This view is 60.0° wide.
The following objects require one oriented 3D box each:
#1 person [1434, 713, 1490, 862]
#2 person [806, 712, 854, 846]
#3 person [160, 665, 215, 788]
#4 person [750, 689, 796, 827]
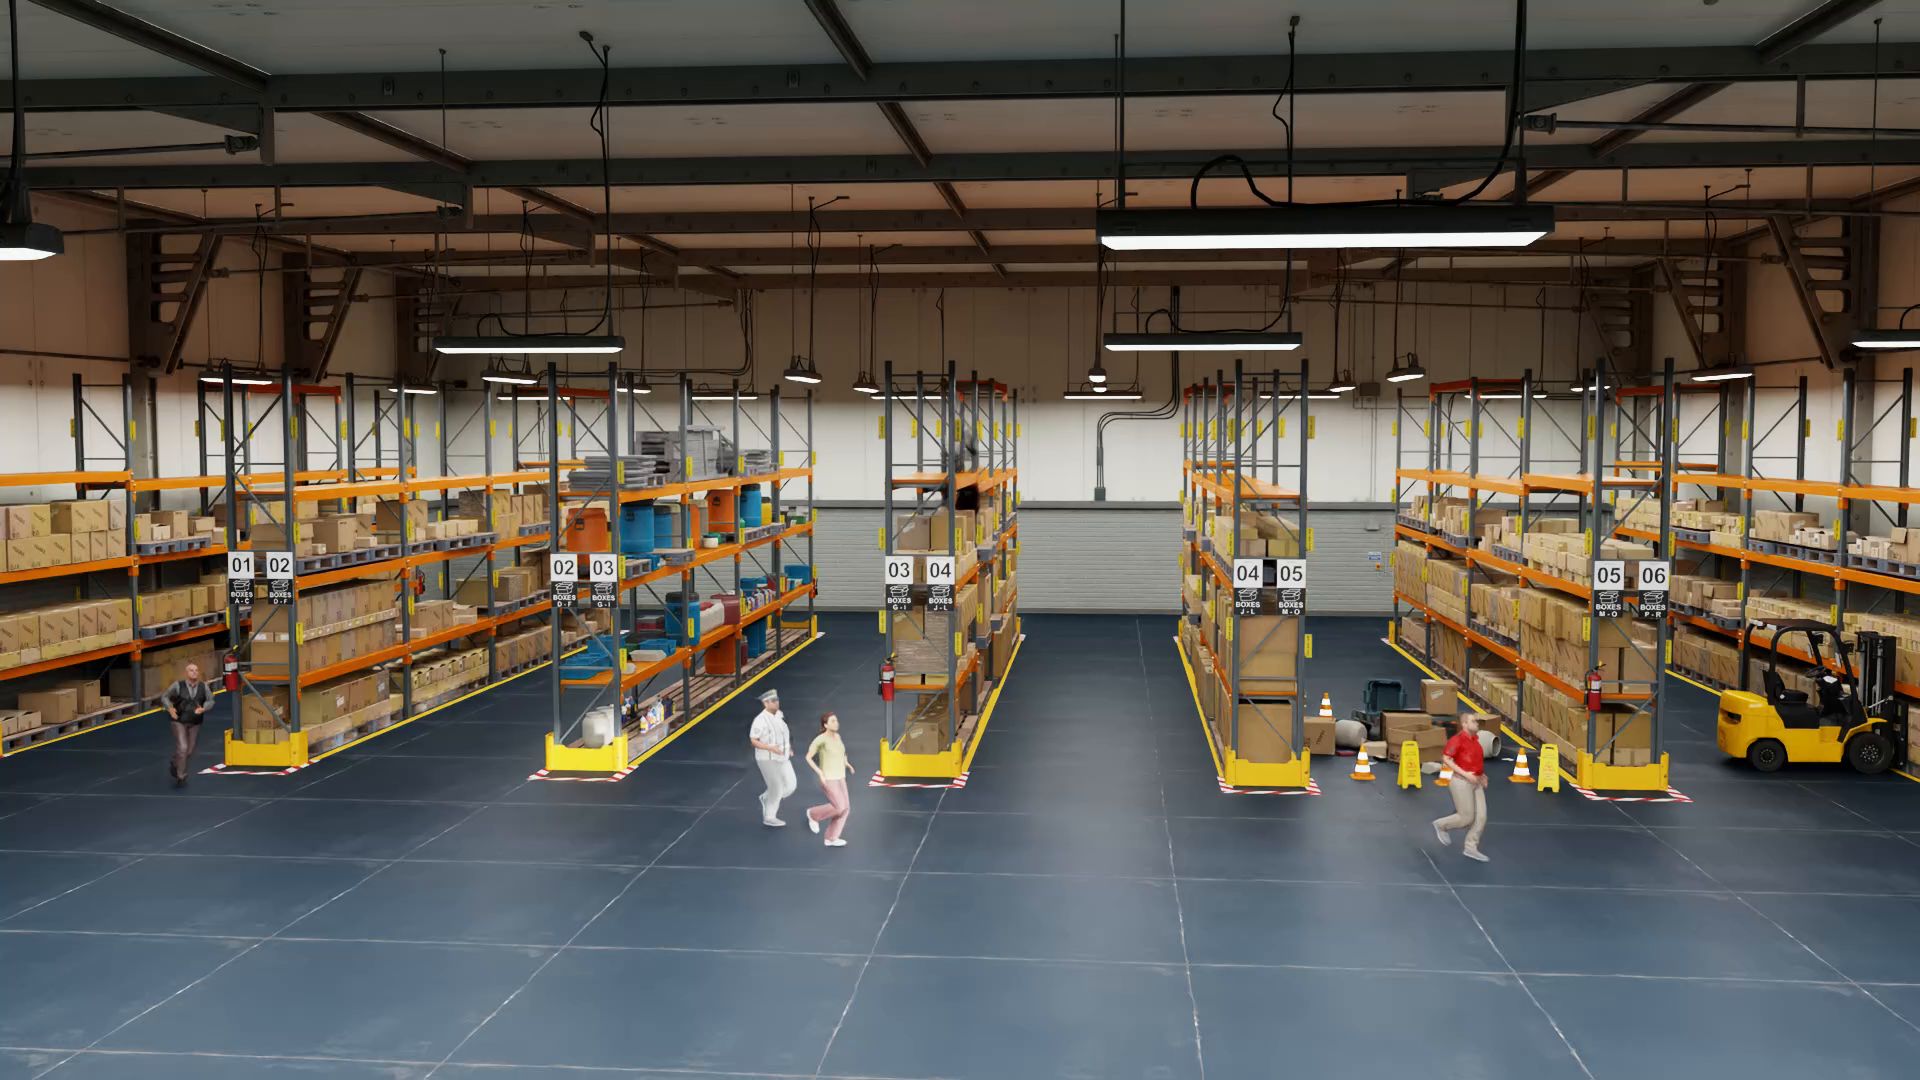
[{"bbox_3d":[5.904,2.882,19.537,0.657,1.714,0.703,-3,5,-41],"label":"person"},{"bbox_3d":[-1.560,2.881,20.076,0.558,1.621,0.594,3,5,35],"label":"person"},{"bbox_3d":[-10.995,2.619,23.708,0.694,1.704,0.826,-3,5,-39],"label":"person"},{"bbox_3d":[-2.357,2.750,21.057,0.621,1.728,0.658,2,4,33],"label":"person"}]
